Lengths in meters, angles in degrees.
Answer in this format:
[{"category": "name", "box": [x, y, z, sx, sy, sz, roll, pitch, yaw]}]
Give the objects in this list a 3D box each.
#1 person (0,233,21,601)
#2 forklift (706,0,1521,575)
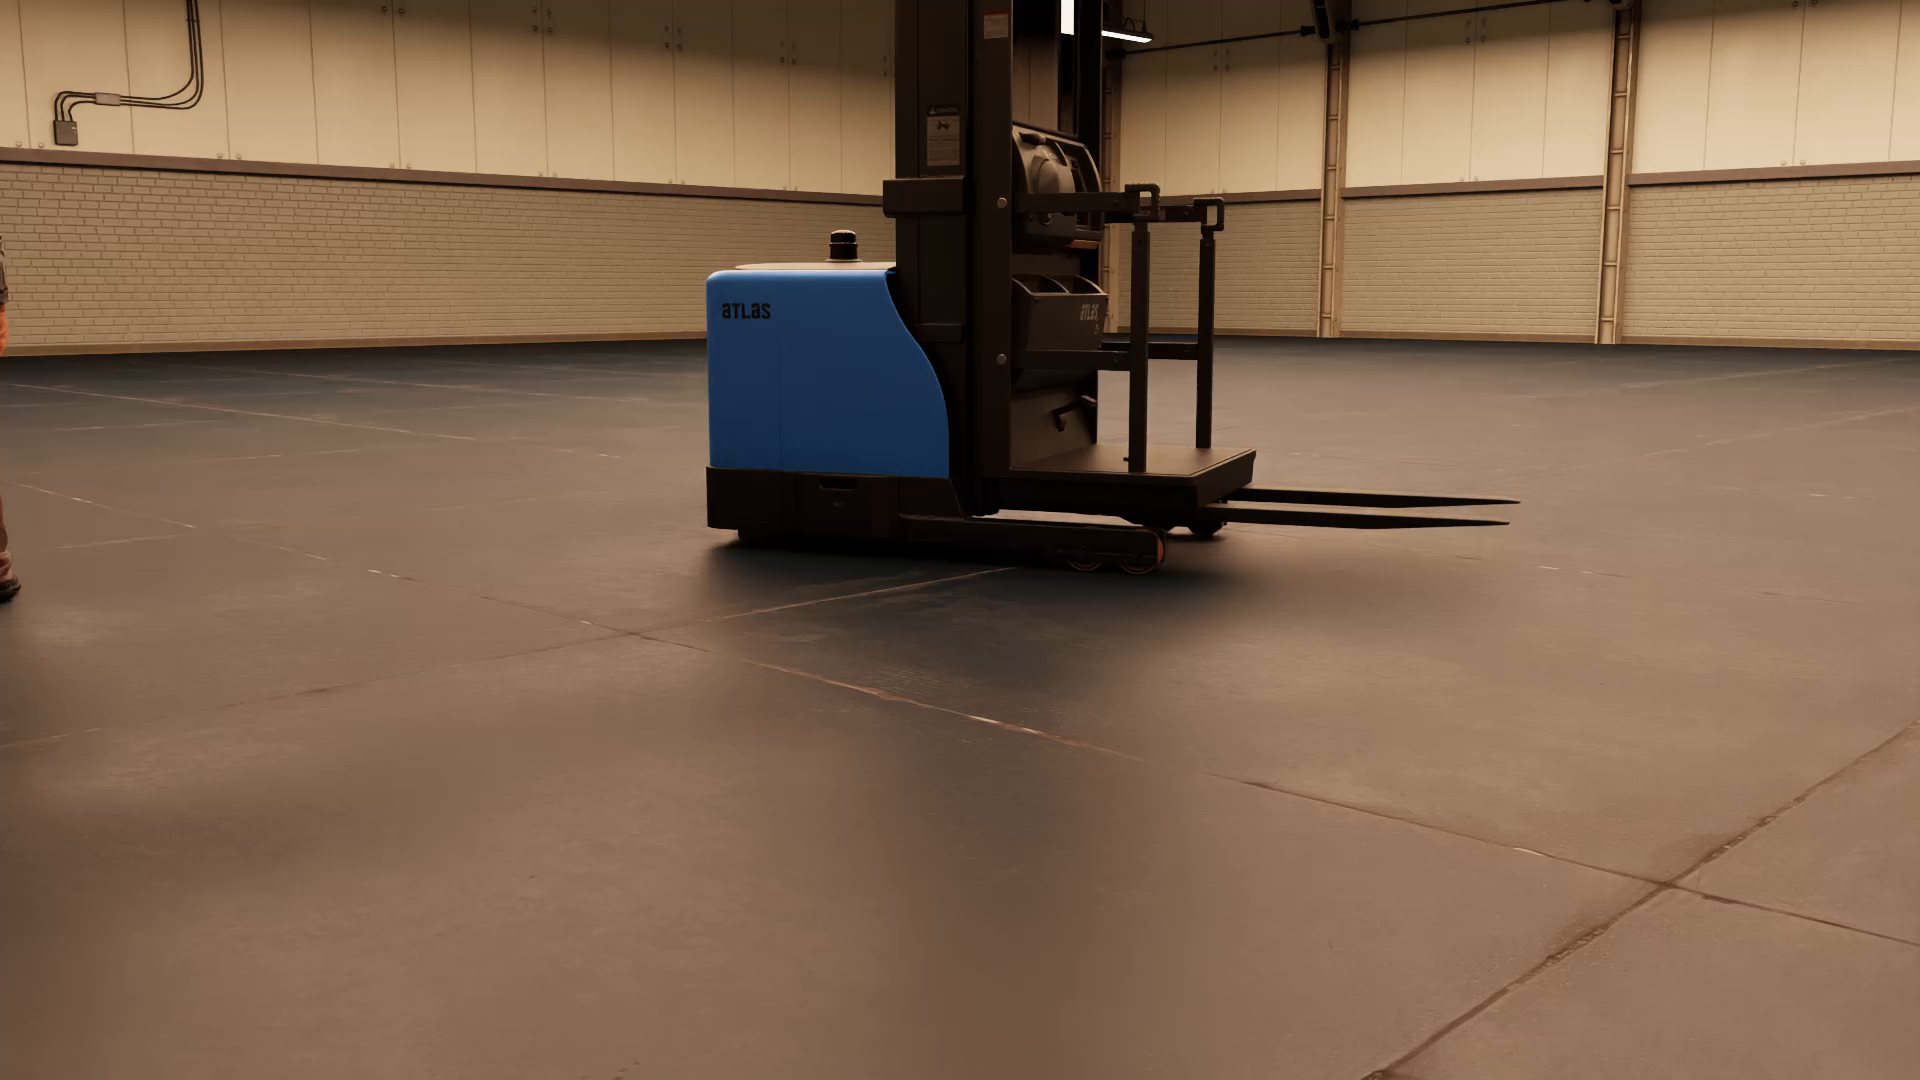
[{"category": "person", "box": [-3.267, -0.634, 5.097, 0.630, 1.720, 0.570, -7, 11, -38]}, {"category": "forklift", "box": [0.565, -1.416, 6.275, 3.031, 2.935, 1.130, 3, 9, 22]}]
